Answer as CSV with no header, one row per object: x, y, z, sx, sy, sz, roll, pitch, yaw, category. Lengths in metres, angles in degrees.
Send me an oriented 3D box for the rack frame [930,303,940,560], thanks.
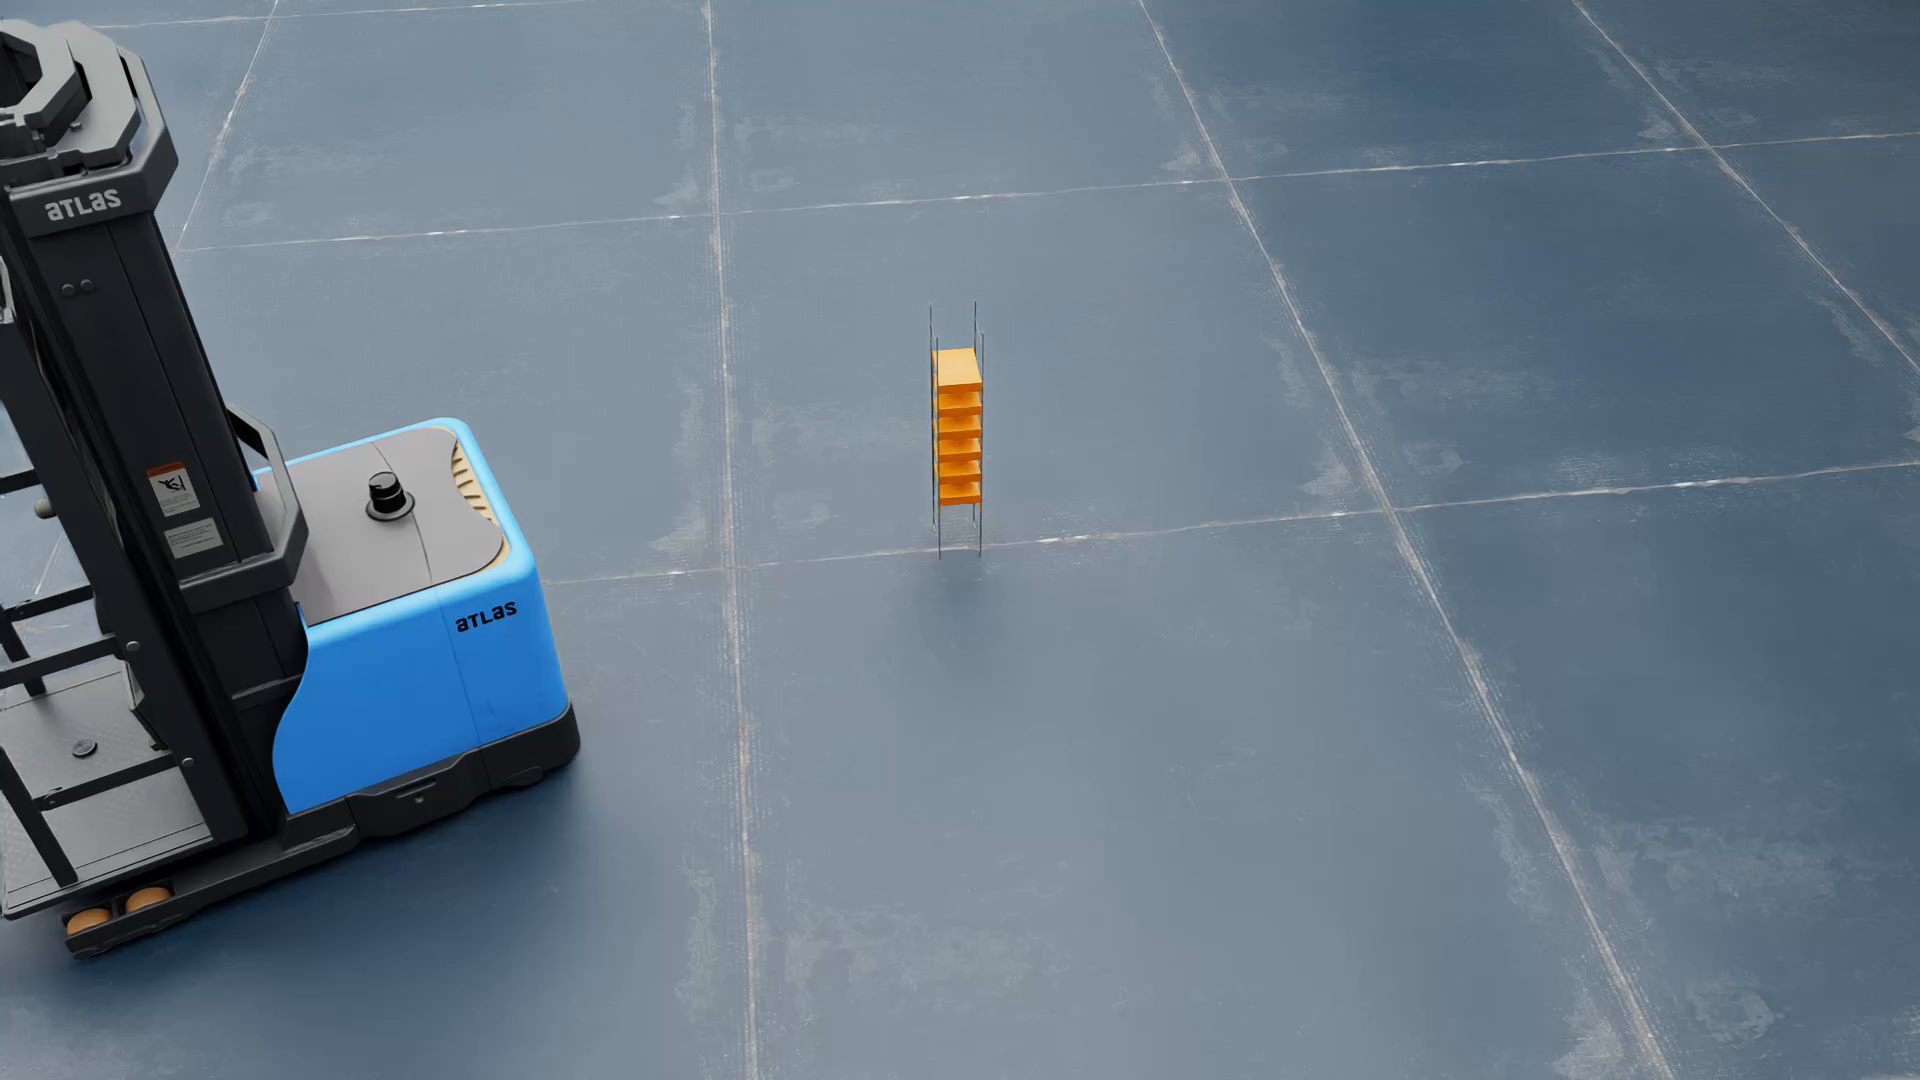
-0.105,-0.436,7.053,0.006,1.200,0.240,-5,42,-6,rack frame

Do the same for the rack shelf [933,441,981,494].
-0.014,-0.322,7.172,0.180,0.103,0.258,-5,42,-6,rack shelf

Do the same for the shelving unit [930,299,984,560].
-0.014,-0.444,7.062,0.189,1.200,0.258,-5,42,-6,shelving unit

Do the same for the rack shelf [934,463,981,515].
-0.014,-0.233,7.252,0.180,0.103,0.258,-5,42,-6,rack shelf

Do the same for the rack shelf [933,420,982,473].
-0.014,-0.411,7.092,0.180,0.103,0.258,-5,42,-6,rack shelf

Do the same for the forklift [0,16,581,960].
-3.023,-0.038,5.319,3.031,2.935,1.130,-20,46,-20,forklift

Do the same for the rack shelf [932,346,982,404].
-0.014,-0.679,6.851,0.180,0.103,0.258,-5,42,-6,rack shelf

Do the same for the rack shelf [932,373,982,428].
-0.014,-0.589,6.931,0.180,0.103,0.258,-5,42,-6,rack shelf

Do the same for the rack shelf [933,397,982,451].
-0.014,-0.500,7.011,0.180,0.103,0.258,-5,42,-6,rack shelf

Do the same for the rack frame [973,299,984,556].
0.076,-0.452,7.071,0.006,1.200,0.240,-5,42,-6,rack frame
